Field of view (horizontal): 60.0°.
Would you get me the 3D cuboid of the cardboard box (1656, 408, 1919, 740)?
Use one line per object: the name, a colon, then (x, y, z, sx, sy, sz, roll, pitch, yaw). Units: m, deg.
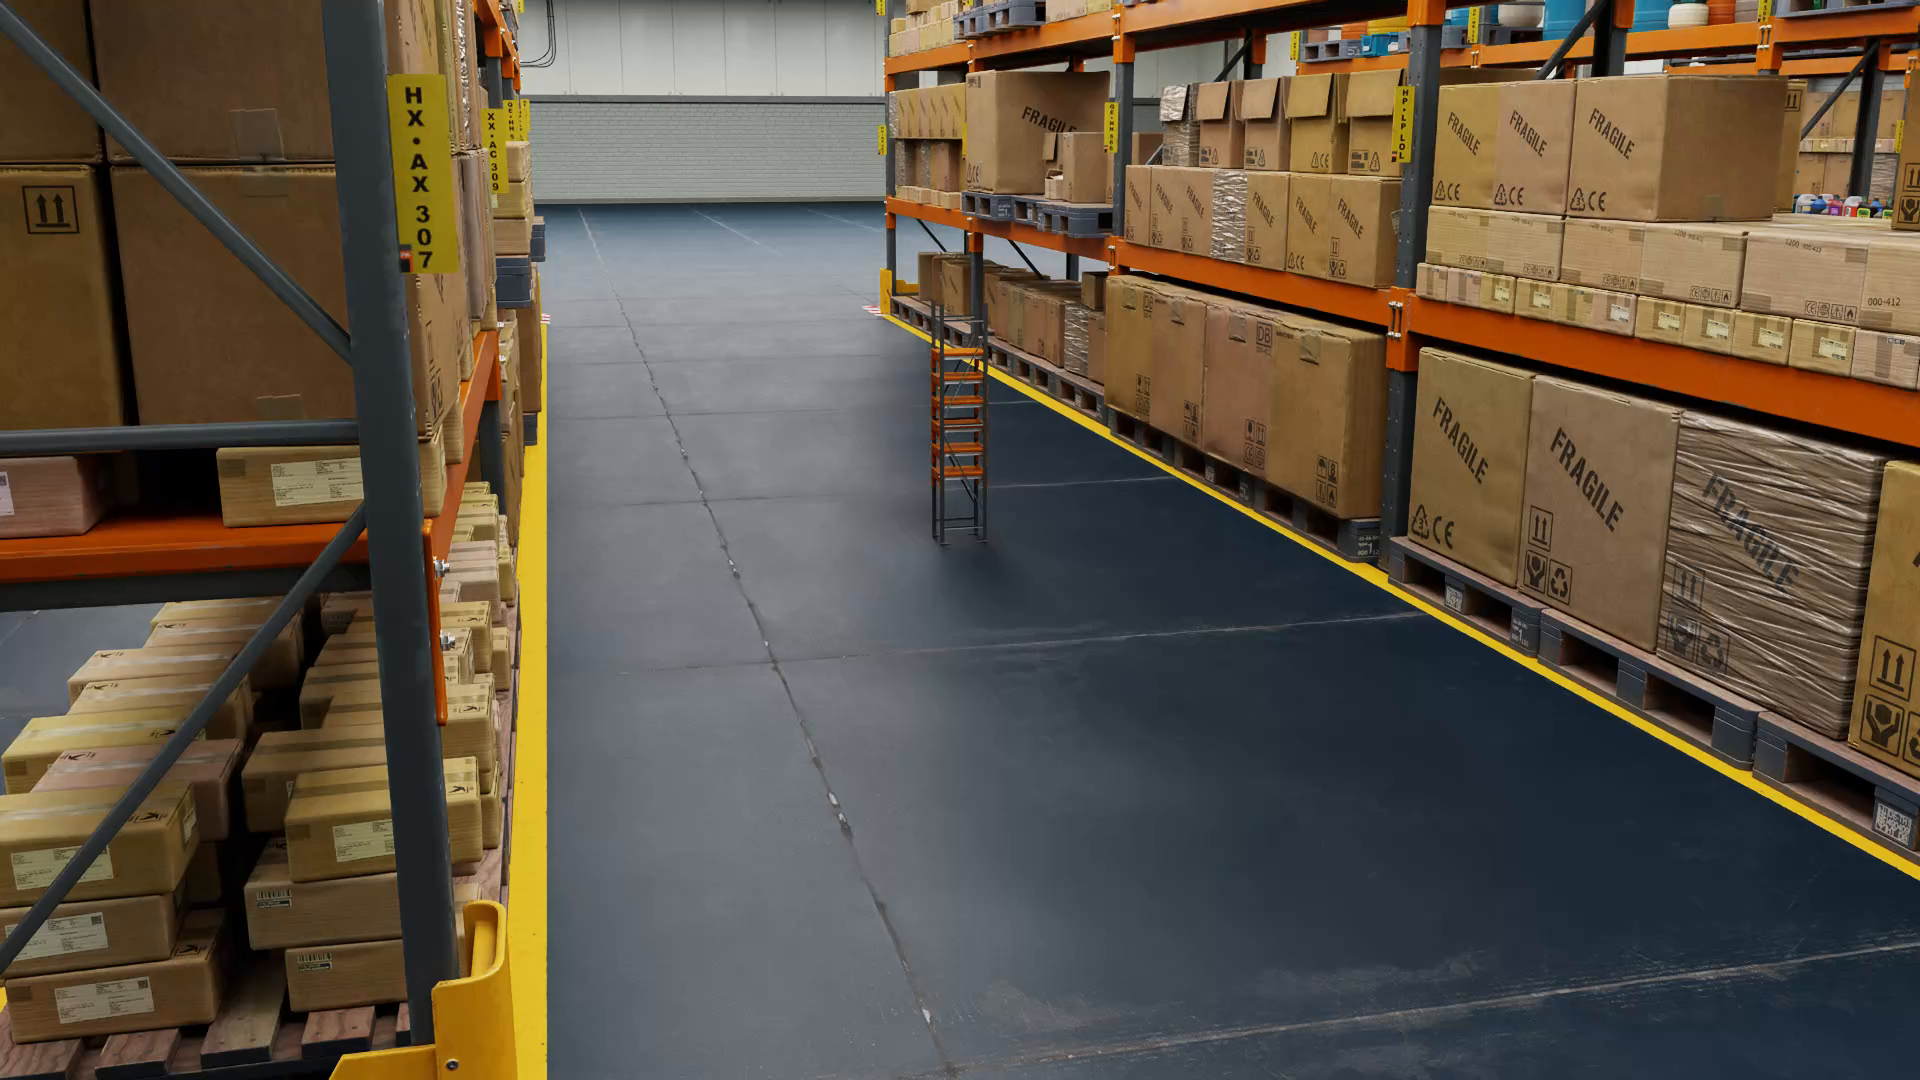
cardboard box: (2.974, 0.062, 5.445, 0.875, 0.875, 0.875, -3, 14, -13)

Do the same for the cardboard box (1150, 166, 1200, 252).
cardboard box: (1.510, -2.061, 10.332, 0.500, 0.500, 0.500, -4, 14, -15)

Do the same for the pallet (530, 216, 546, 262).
pallet: (-3.037, -1.754, 9.690, 1.213, 0.211, 1.003, -3, 14, -13)

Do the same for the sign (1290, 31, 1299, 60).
sign: (3.937, -5.812, 19.557, 0.100, 0.325, 0.005, -3, 14, -13)

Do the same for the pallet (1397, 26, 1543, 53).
pallet: (5.147, -4.984, 16.584, 1.213, 0.211, 1.003, -3, 14, -13)

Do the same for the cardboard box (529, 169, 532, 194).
cardboard box: (-2.621, -2.021, 9.398, 0.380, 0.149, 0.250, -3, 14, -12)

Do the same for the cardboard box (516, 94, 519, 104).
cardboard box: (-4.919, -4.239, 16.866, 0.875, 0.550, 0.550, -3, 14, -13)

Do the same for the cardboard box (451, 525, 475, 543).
cardboard box: (-1.883, 0.055, 5.751, 0.380, 0.149, 0.250, -3, 14, -11)

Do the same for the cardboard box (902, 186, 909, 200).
cardboard box: (-0.423, -3.786, 18.132, 0.380, 0.149, 0.250, -3, 14, -13)

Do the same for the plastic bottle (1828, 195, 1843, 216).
plastic bottle: (6.171, -2.282, 11.692, 0.061, 0.283, 0.133, -3, 14, -13)

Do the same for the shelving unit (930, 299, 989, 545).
shelving unit: (-0.003, -0.586, 8.298, 0.258, 1.200, 0.189, -3, 14, -13)

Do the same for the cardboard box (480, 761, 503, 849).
cardboard box: (-1.401, 0.704, 4.346, 0.380, 0.149, 0.250, -3, 14, -12)

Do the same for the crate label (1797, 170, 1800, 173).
crate label: (6.381, -2.796, 13.477, 0.502, 0.435, 0.616, -3, 14, -13)

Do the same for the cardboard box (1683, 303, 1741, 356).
cardboard box: (2.653, -0.708, 5.532, 0.380, 0.149, 0.250, -3, 14, -12)

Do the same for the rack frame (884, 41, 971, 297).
rack frame: (-0.342, -4.104, 18.906, 1.000, 3.000, 0.127, -3, 14, -13)

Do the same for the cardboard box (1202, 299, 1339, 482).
cardboard box: (2.096, -0.860, 9.220, 1.225, 0.875, 0.875, -4, 14, -15)

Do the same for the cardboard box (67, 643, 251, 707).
cardboard box: (-2.104, 0.388, 4.387, 0.380, 0.149, 0.250, -3, 14, -11)

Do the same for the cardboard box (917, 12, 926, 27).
cardboard box: (-0.230, -5.304, 16.972, 0.380, 0.149, 0.250, -4, 14, -16)

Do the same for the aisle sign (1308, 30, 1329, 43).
aisle sign: (4.171, -5.643, 19.728, 0.394, 0.787, 0.004, -3, 14, -13)

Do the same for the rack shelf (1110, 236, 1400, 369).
rack shelf: (2.006, -1.448, 9.549, 1.077, 0.370, 4.000, -3, 14, -13)

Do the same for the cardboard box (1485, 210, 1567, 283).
cardboard box: (2.444, -1.170, 6.583, 0.500, 0.250, 0.500, -3, 14, -13)

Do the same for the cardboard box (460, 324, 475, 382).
cardboard box: (-1.637, -0.551, 4.892, 0.380, 0.149, 0.250, -3, 14, -12)

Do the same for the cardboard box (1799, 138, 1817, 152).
cardboard box: (9.659, -4.440, 18.704, 0.380, 0.149, 0.250, -3, 14, -12)

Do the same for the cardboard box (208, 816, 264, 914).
cardboard box: (-1.893, 0.792, 3.988, 0.380, 0.149, 0.250, -3, 14, -13)

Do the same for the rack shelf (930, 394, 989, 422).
rack shelf: (-0.003, -0.660, 8.280, 0.258, 0.103, 0.180, -3, 14, -13)

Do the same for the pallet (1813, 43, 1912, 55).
pallet: (10.002, -5.342, 17.839, 1.003, 0.211, 1.213, -3, 14, -13)

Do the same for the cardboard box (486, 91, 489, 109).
cardboard box: (-3.767, -2.997, 12.055, 0.700, 0.500, 0.500, -3, 14, -14)

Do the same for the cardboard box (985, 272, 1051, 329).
cardboard box: (0.542, -2.266, 15.762, 0.500, 0.500, 0.500, -4, 14, -15)

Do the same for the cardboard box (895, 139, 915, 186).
cardboard box: (-0.240, -4.169, 18.333, 0.875, 0.500, 0.500, -3, 14, -13)

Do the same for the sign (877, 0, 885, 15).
sign: (-0.869, -5.956, 18.322, 0.100, 0.325, 0.005, -3, 14, -13)

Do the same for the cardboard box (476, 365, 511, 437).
cardboard box: (-2.285, -0.622, 7.454, 0.500, 0.250, 0.500, -4, 14, -16)

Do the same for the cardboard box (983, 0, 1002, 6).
cardboard box: (0.612, -4.779, 14.244, 0.797, 0.503, 0.637, -4, 14, -16)

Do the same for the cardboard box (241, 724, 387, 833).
cardboard box: (-1.404, 0.535, 3.785, 0.380, 0.149, 0.250, -3, 14, -12)

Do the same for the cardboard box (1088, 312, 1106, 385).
cardboard box: (1.360, -1.412, 12.224, 0.700, 0.500, 0.500, -4, 14, -16)

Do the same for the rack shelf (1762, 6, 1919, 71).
rack shelf: (6.821, -3.181, 10.323, 1.077, 0.370, 4.000, -3, 14, -13)

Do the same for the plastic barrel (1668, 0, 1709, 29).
plastic barrel: (5.826, -4.205, 13.290, 0.301, 0.262, 0.301, 0, 14, 0)

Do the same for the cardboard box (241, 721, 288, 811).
cardboard box: (-1.918, 0.583, 4.215, 0.380, 0.149, 0.250, -3, 14, -14)

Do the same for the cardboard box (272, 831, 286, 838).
cardboard box: (-1.456, 0.623, 4.050, 0.380, 0.149, 0.250, -3, 14, -12)

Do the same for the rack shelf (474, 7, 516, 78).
rack shelf: (-3.778, -3.575, 11.933, 1.077, 0.370, 4.000, -3, 14, -13)

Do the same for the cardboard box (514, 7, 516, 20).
cardboard box: (-4.422, -5.029, 15.805, 0.380, 0.149, 0.250, -3, 14, -12)

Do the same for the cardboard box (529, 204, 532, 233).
cardboard box: (-2.382, -1.640, 8.466, 0.380, 0.149, 0.250, -4, 14, -16)

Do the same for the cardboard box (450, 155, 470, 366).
cardboard box: (-1.519, -0.708, 4.166, 0.500, 0.500, 0.500, -3, 14, -12)

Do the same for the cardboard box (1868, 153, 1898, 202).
cardboard box: (10.117, -3.883, 17.791, 0.700, 0.500, 0.500, -4, 14, -15)

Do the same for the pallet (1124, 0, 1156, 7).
pallet: (1.740, -3.478, 10.422, 1.213, 0.211, 1.003, -3, 14, -11)

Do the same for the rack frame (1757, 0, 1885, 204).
rack frame: (6.351, -2.535, 12.482, 1.000, 3.000, 0.127, -3, 14, -13)

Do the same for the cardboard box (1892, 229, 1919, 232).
cardboard box: (3.322, -0.846, 5.260, 0.500, 0.250, 0.500, -4, 14, -15)

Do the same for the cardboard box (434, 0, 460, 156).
cardboard box: (-1.502, -1.194, 4.051, 0.500, 0.500, 0.500, -4, 14, -14)

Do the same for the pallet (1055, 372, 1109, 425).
pallet: (1.355, -1.084, 12.421, 1.003, 0.211, 1.213, -3, 14, -13)

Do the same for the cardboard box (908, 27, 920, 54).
cardboard box: (-0.241, -5.130, 17.099, 0.500, 0.250, 0.500, -3, 14, -13)
